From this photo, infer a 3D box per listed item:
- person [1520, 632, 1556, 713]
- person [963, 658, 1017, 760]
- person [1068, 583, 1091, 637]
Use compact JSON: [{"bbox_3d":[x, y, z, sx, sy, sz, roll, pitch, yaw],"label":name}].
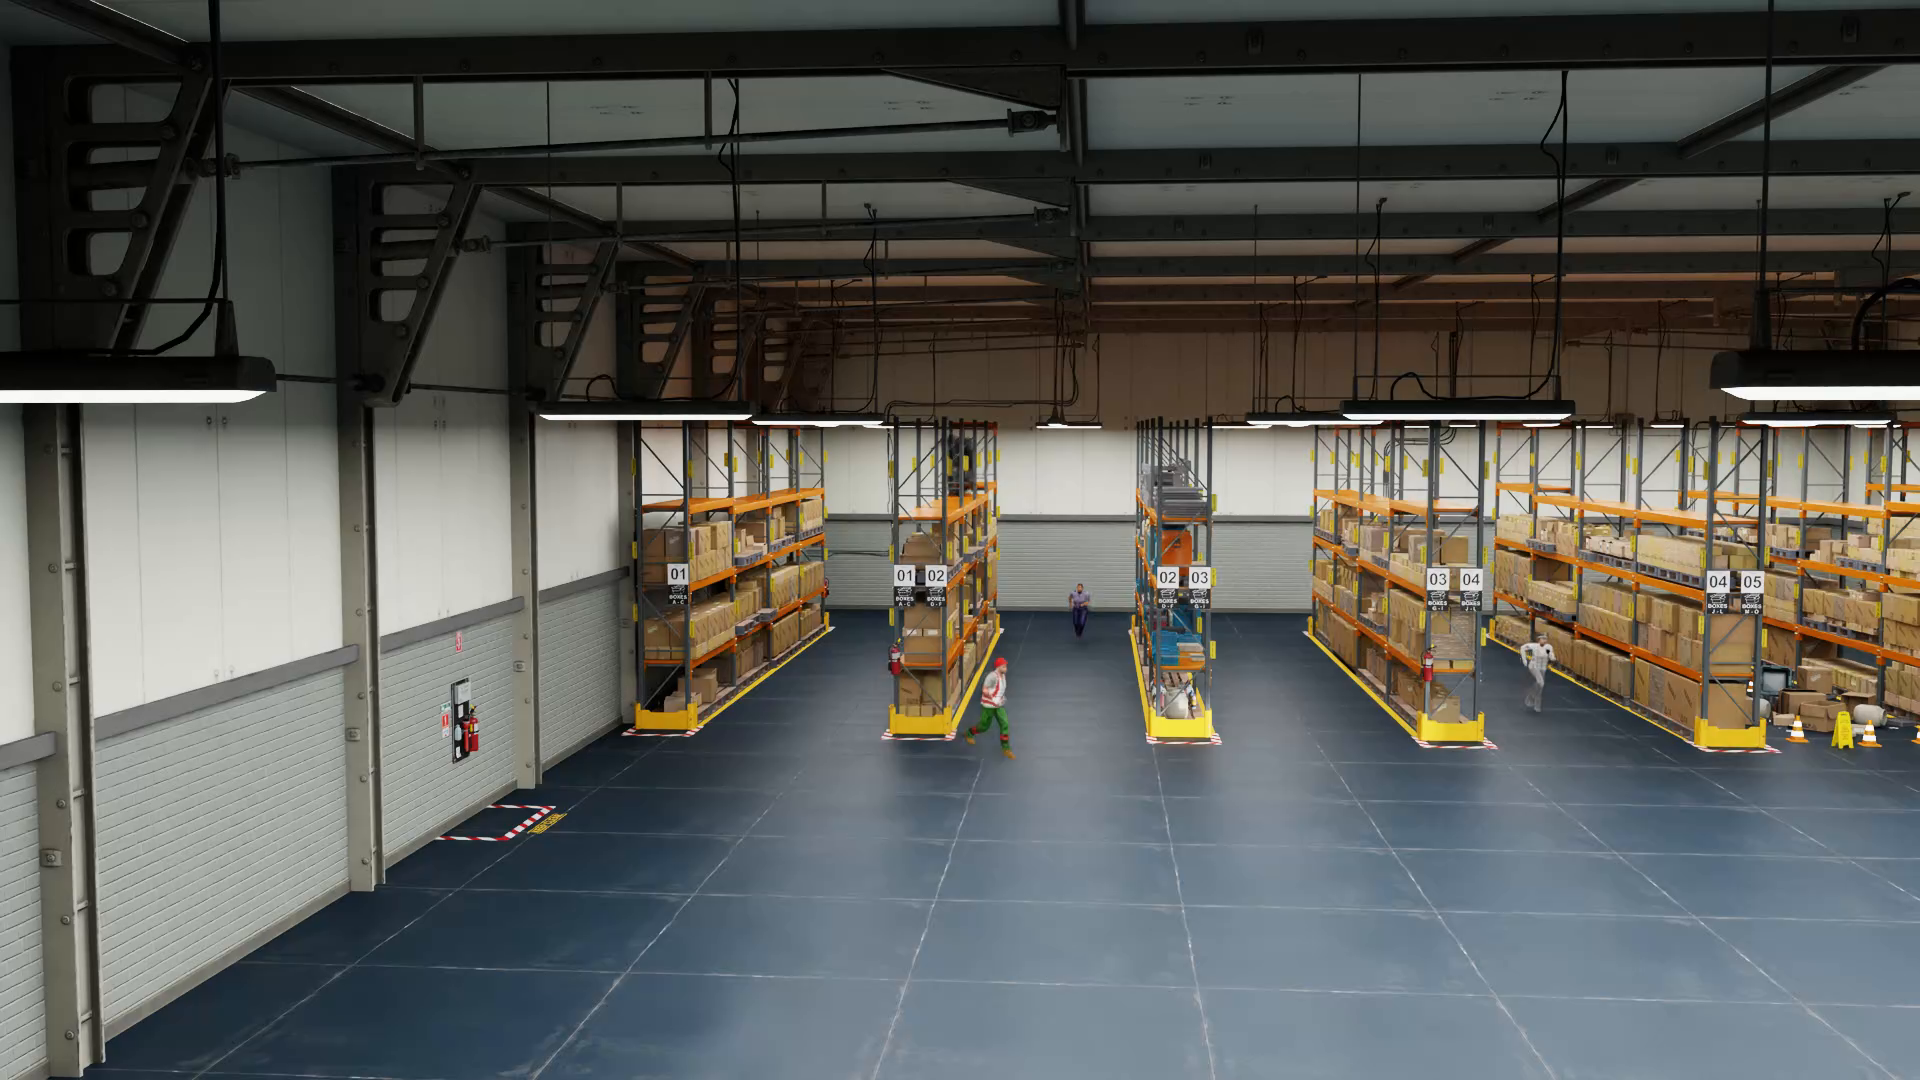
[{"bbox_3d":[11.811,2.676,34.018,0.602,1.653,0.872,-1,4,-12],"label":"person"},{"bbox_3d":[0.535,2.938,29.275,1.119,1.770,0.659,3,5,37],"label":"person"},{"bbox_3d":[3.166,1.866,44.065,0.592,1.419,0.668,0,4,5],"label":"person"}]
